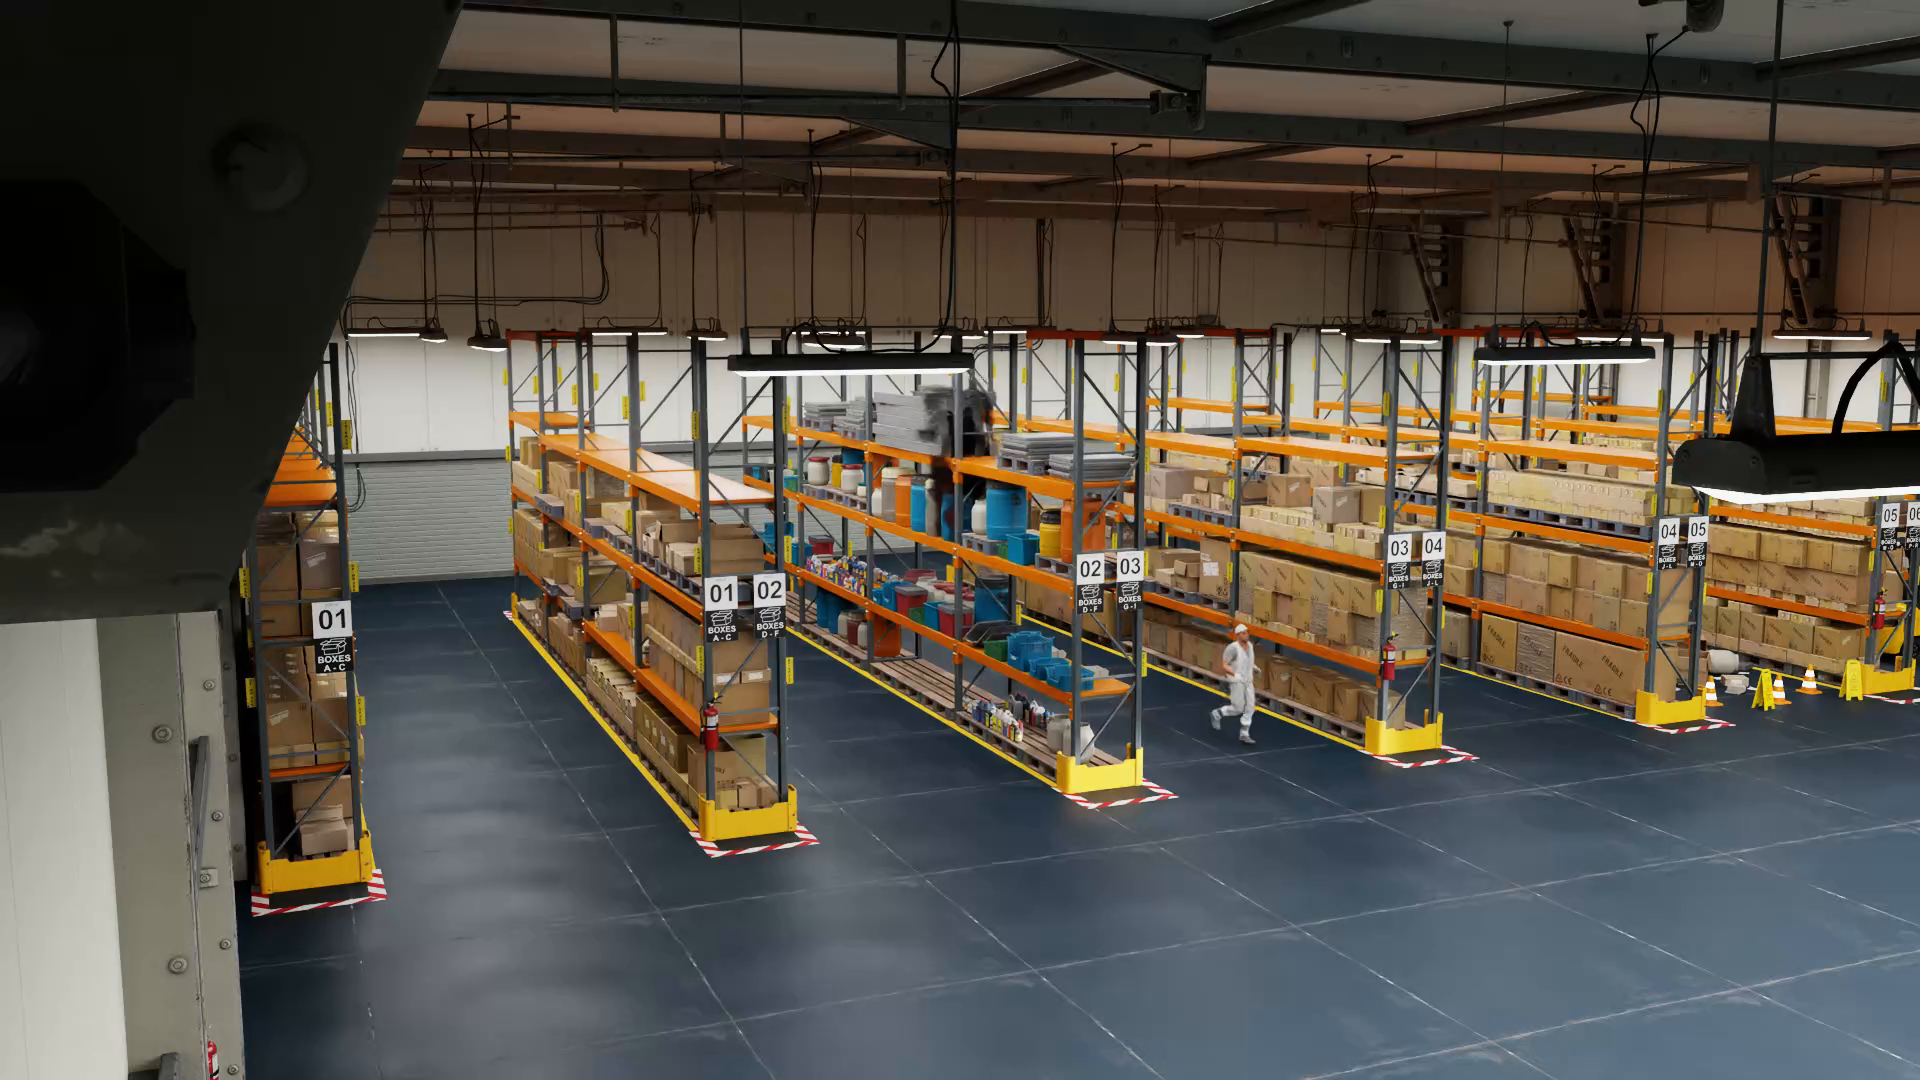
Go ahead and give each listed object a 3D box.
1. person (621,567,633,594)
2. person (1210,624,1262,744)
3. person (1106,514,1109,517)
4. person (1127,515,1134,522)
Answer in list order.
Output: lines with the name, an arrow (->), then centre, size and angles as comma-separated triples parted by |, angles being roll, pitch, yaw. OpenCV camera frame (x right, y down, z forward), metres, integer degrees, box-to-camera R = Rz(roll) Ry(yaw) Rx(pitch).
person -> -7.308, 0.659, 35.690 | 0.772, 1.717, 0.715 | 4, 9, 26
person -> 4.140, 2.112, 24.760 | 0.661, 1.771, 0.783 | -6, 10, -37
person -> 3.260, -0.089, 40.962 | 0.791, 1.721, 0.802 | -6, 10, -37
person -> 4.384, -0.113, 41.609 | 0.631, 1.662, 0.667 | -4, 9, -29
